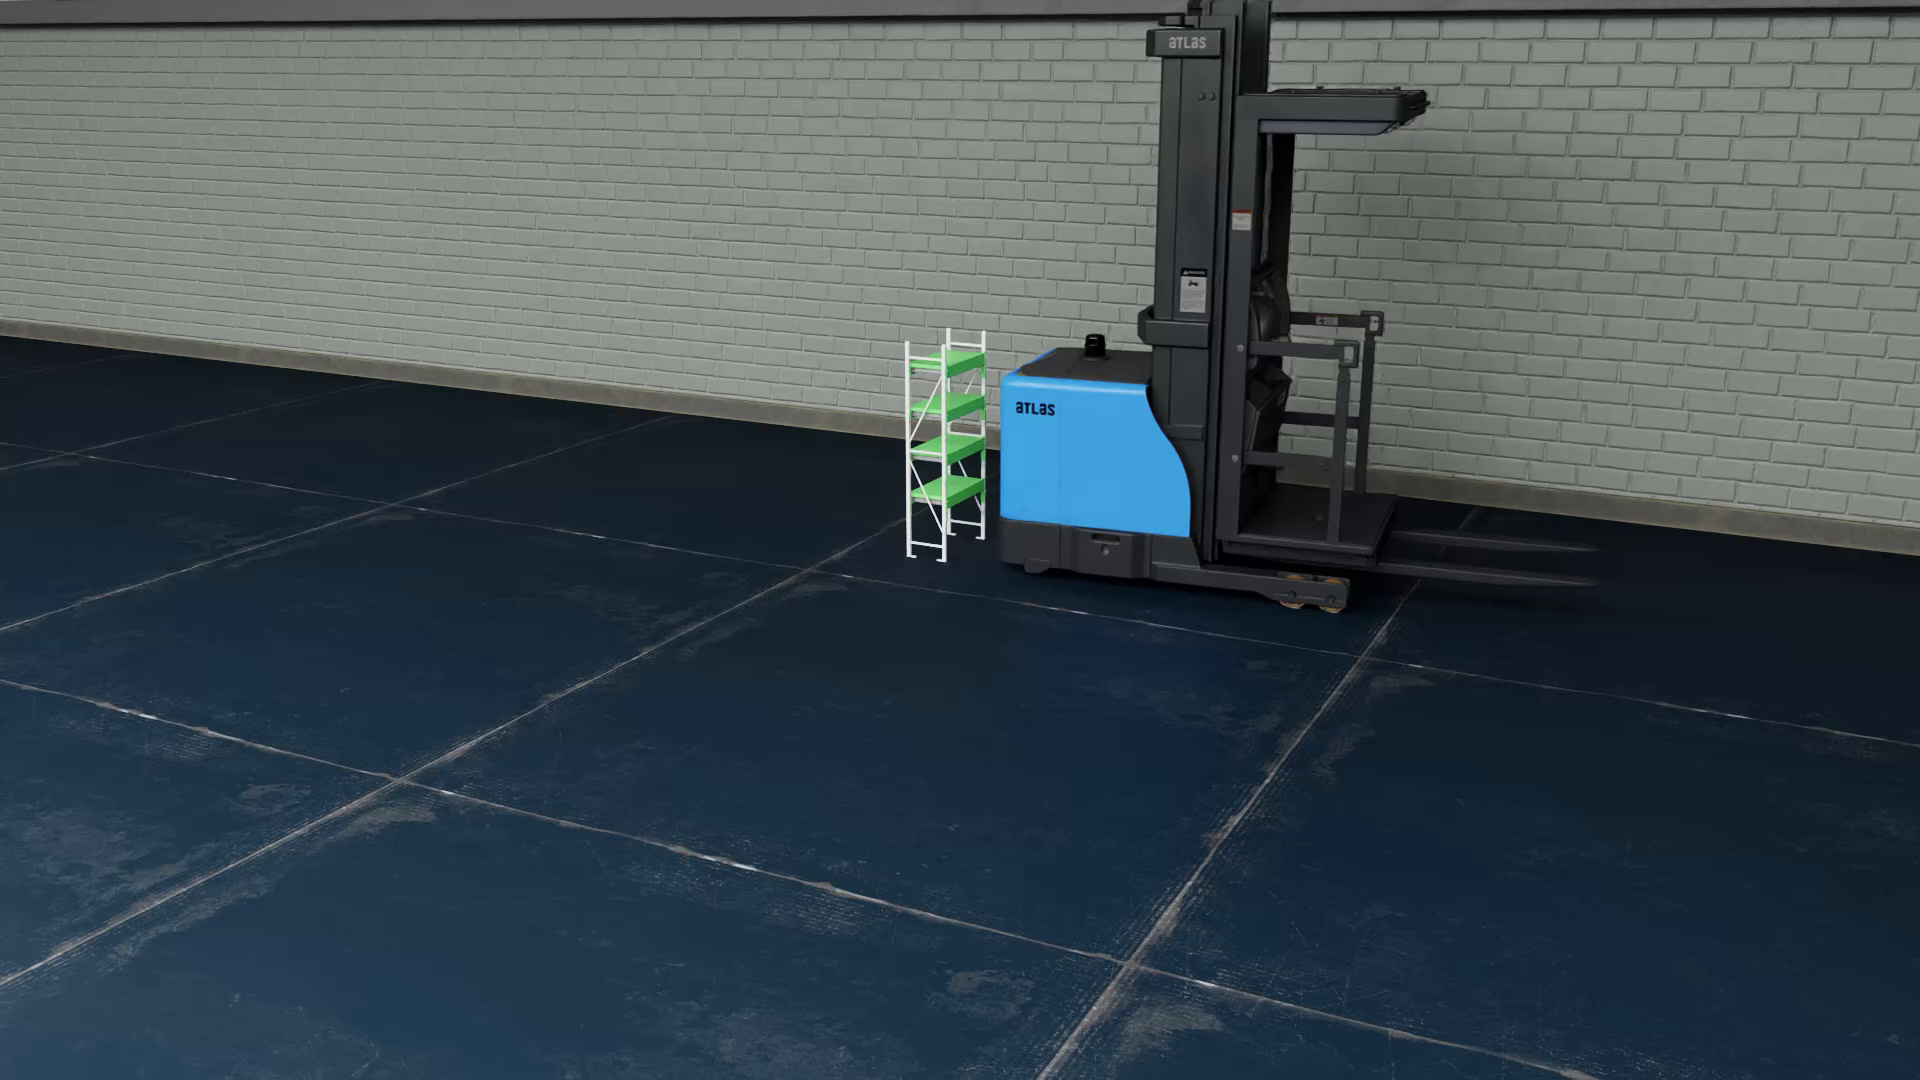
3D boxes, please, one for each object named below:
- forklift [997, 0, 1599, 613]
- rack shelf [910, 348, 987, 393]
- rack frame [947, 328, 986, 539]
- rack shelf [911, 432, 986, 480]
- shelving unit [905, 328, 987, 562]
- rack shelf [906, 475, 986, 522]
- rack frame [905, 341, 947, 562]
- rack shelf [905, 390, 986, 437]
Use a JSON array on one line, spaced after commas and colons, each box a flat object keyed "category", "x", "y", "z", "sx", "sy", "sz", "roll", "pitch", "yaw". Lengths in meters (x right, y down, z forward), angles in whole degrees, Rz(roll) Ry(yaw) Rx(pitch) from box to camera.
[{"category": "forklift", "x": 1.772, "y": -1.212, "z": 8.457, "sx": 3.031, "sy": 2.935, "sz": 1.130, "roll": 6, "pitch": 18, "yaw": 19}, {"category": "rack shelf", "x": -0.074, "y": -0.932, "z": 9.093, "sx": 0.258, "sy": 0.148, "sz": 0.480, "roll": 8, "pitch": 18, "yaw": 25}, {"category": "rack frame", "x": 0.035, "y": -0.595, "z": 9.421, "sx": 0.240, "sy": 1.200, "sz": 0.015, "roll": 8, "pitch": 18, "yaw": 25}, {"category": "rack shelf", "x": -0.074, "y": -0.472, "z": 9.230, "sx": 0.258, "sy": 0.148, "sz": 0.480, "roll": 8, "pitch": 18, "yaw": 25}, {"category": "shelving unit", "x": -0.074, "y": -0.533, "z": 9.212, "sx": 0.258, "sy": 1.200, "sz": 0.503, "roll": 8, "pitch": 18, "yaw": 25}, {"category": "rack shelf", "x": -0.074, "y": -0.242, "z": 9.298, "sx": 0.258, "sy": 0.148, "sz": 0.480, "roll": 8, "pitch": 18, "yaw": 25}, {"category": "rack frame", "x": -0.183, "y": -0.471, "z": 9.002, "sx": 0.240, "sy": 1.200, "sz": 0.015, "roll": 8, "pitch": 18, "yaw": 25}, {"category": "rack shelf", "x": -0.074, "y": -0.702, "z": 9.161, "sx": 0.258, "sy": 0.148, "sz": 0.480, "roll": 8, "pitch": 18, "yaw": 25}]
